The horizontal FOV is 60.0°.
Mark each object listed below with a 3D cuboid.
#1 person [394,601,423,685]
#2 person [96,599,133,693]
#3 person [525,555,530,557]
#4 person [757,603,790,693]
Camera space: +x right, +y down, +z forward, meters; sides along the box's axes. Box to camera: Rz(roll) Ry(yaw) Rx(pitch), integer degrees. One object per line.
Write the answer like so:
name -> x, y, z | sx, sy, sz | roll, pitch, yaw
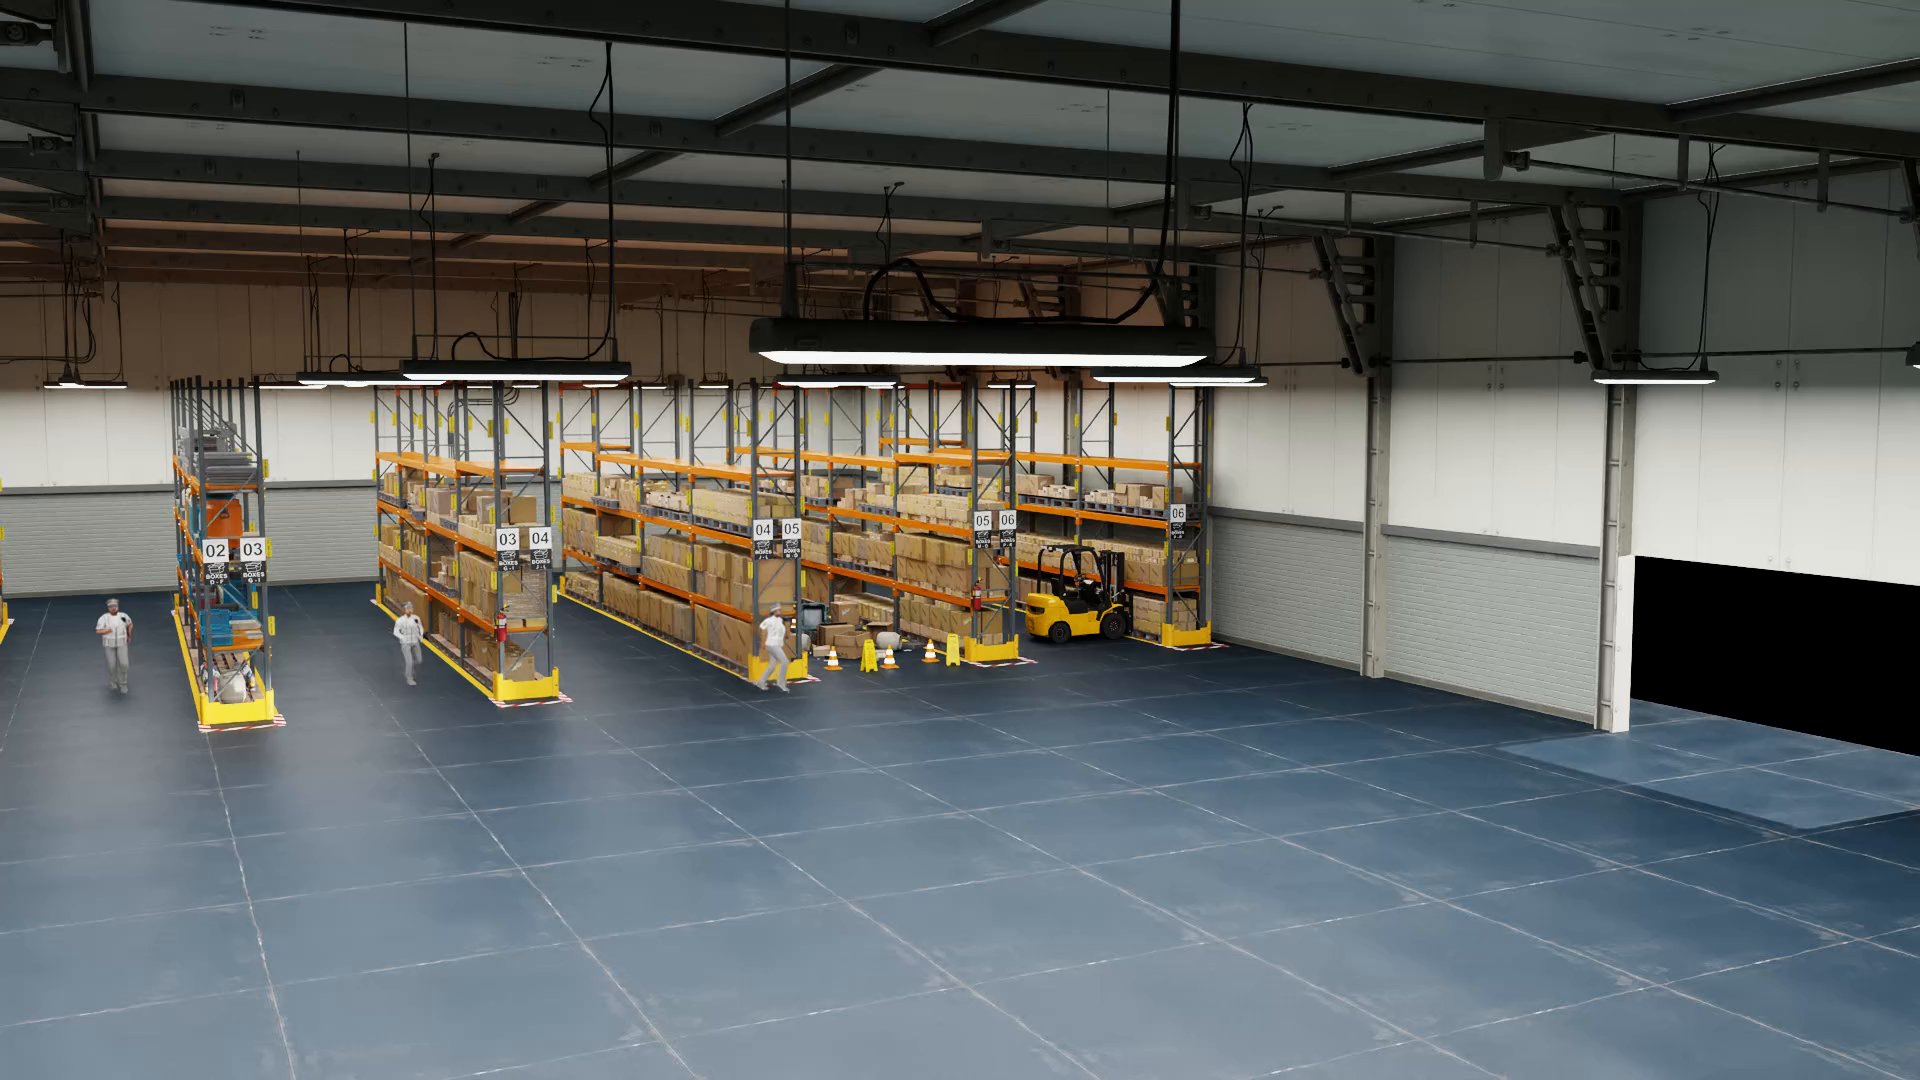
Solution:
person -> -10.716, 2.013, 32.437 | 0.592, 1.651, 0.519 | -4, 6, -36
person -> -16.093, 2.031, 31.704 | 0.640, 1.836, 0.727 | -3, 6, -31
person -> -12.309, 0.707, 47.701 | 0.686, 1.582, 0.846 | 2, 5, 21
person -> -3.527, 2.048, 31.857 | 0.712, 1.680, 0.573 | 2, 5, 19
